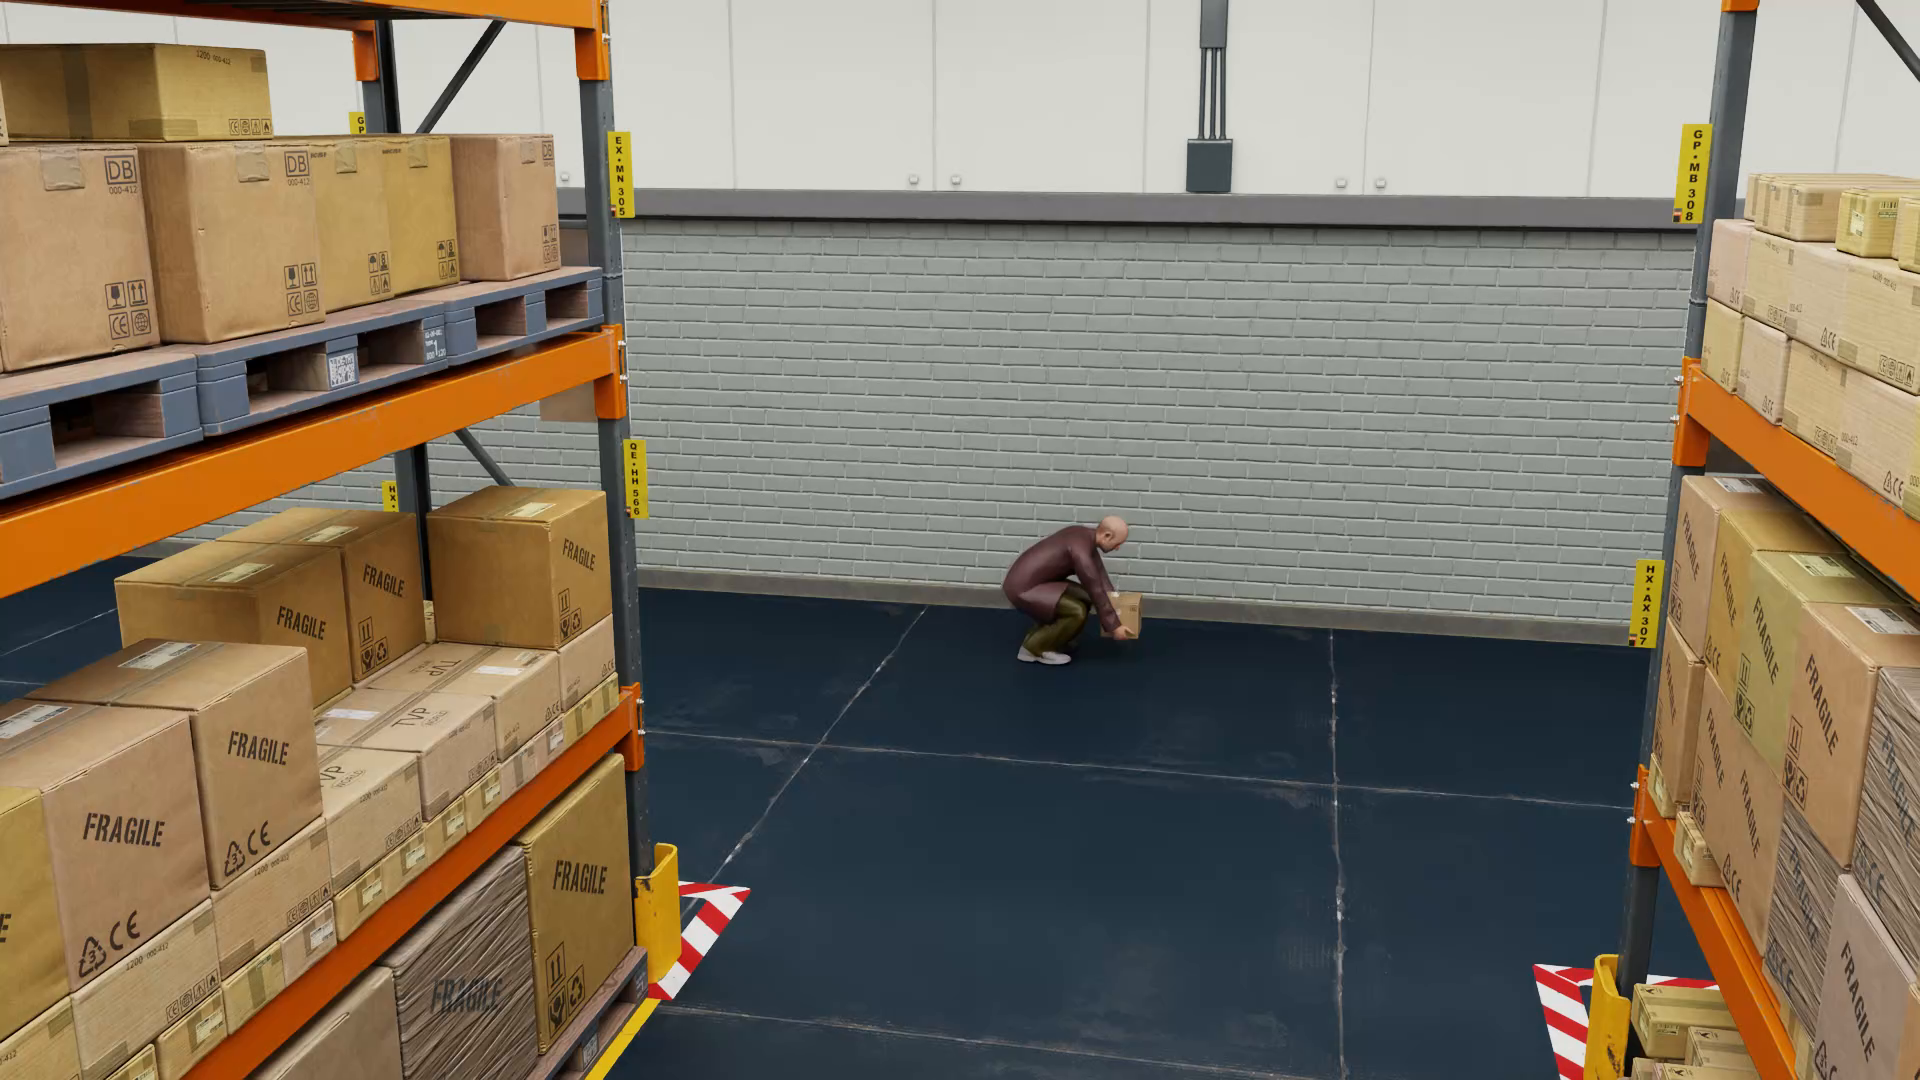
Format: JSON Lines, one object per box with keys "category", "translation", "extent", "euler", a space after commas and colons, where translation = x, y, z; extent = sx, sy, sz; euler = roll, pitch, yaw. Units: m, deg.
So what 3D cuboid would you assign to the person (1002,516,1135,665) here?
{"category": "person", "translation": [0.752, 0.333, 11.334], "extent": [0.924, 0.991, 0.578], "euler": [3, 15, 10]}
